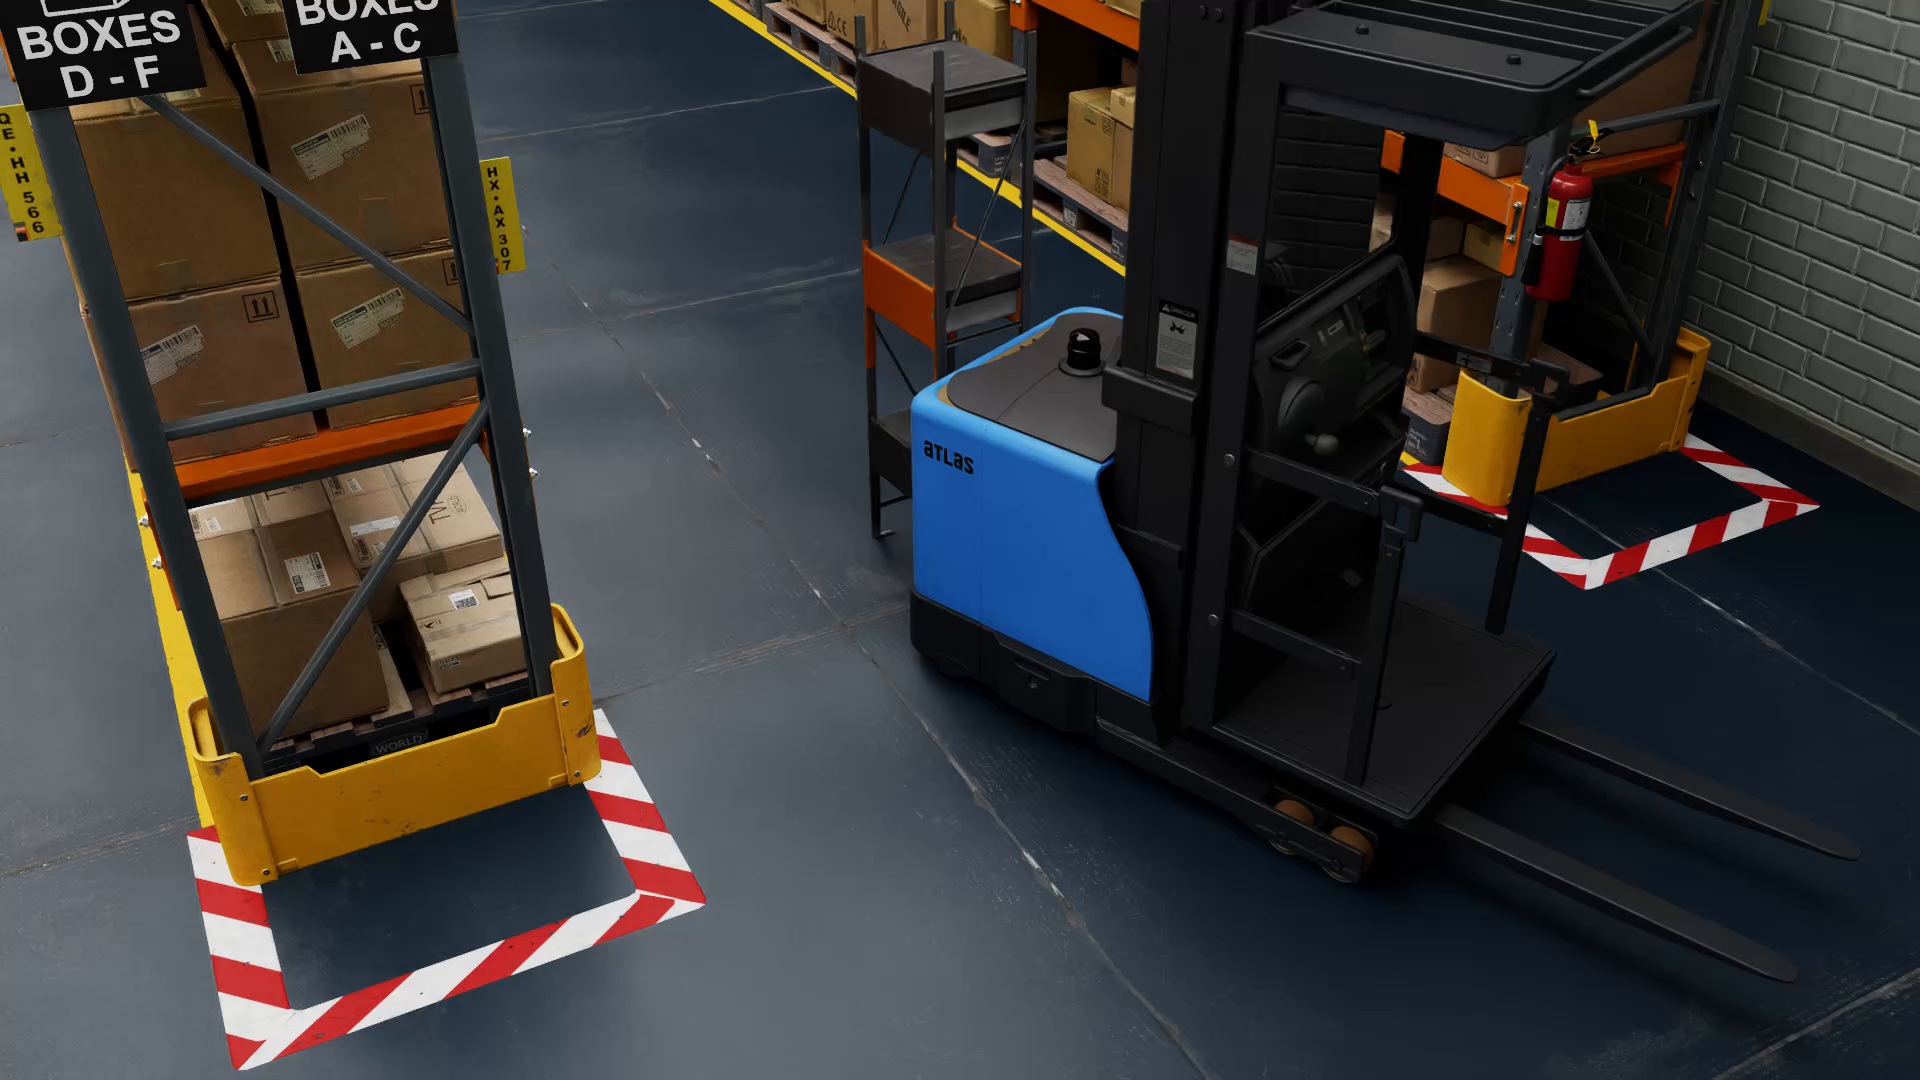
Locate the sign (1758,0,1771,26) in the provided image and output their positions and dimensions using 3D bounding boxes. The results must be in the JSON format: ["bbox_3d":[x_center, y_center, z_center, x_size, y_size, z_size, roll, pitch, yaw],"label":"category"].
[{"bbox_3d":[3.137,-2.164,6.471,0.100,0.325,0.005,-16,36,-23],"label":"sign"}]

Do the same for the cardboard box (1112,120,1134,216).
[{"bbox_3d":[1.268,-2.039,9.080,0.700,0.500,0.500,-16,36,-24],"label":"cardboard box"}]

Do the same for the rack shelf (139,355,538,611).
[{"bbox_3d":[-2.670,-1.033,6.249,1.077,0.370,4.000,-16,36,-23],"label":"rack shelf"}]

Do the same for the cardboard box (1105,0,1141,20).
[{"bbox_3d":[1.352,-3.052,8.455,0.980,0.700,0.700,-17,36,-24],"label":"cardboard box"}]

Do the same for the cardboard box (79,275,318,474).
[{"bbox_3d":[-2.187,-0.569,4.764,0.500,0.500,0.500,-15,35,-22],"label":"cardboard box"}]

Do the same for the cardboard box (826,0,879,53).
[{"bbox_3d":[-0.457,-3.915,11.684,0.750,0.750,0.750,-16,36,-23],"label":"cardboard box"}]

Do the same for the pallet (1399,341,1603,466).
[{"bbox_3d":[2.201,-0.817,7.829,1.003,0.211,1.213,-16,36,-23],"label":"pallet"}]

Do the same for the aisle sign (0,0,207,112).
[{"bbox_3d":[-1.976,-1.366,3.692,0.394,0.787,0.004,-16,36,-23],"label":"aisle sign"}]

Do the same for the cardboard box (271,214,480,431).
[{"bbox_3d":[-1.711,-0.702,4.972,0.500,0.500,0.500,-15,36,-22],"label":"cardboard box"}]

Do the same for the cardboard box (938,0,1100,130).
[{"bbox_3d":[0.360,-3.087,10.392,0.750,0.750,0.750,-15,36,-23],"label":"cardboard box"}]

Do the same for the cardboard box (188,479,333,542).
[{"bbox_3d":[-2.625,-0.067,6.215,0.500,0.250,0.500,-16,36,-23],"label":"cardboard box"}]

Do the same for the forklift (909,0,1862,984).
[{"bbox_3d":[1.282,-0.508,4.827,3.031,2.935,1.130,24,40,32],"label":"forklift"}]

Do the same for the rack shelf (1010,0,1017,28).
[{"bbox_3d":[-0.154,-4.190,11.176,1.077,0.370,4.000,-16,36,-23],"label":"rack shelf"}]

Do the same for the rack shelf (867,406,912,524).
[{"bbox_3d":[-0.053,-0.239,6.500,0.431,0.518,0.480,-20,38,-28],"label":"rack shelf"}]

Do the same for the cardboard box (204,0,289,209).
[{"bbox_3d":[-1.961,-1.370,5.088,0.500,0.500,0.500,-15,36,-23],"label":"cardboard box"}]

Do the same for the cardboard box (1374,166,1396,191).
[{"bbox_3d":[2.111,-1.687,7.929,0.380,0.149,0.250,-16,36,-23],"label":"cardboard box"}]

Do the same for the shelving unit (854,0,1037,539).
[{"bbox_3d":[-0.053,-0.840,6.115,0.431,2.100,0.503,-20,38,-28],"label":"shelving unit"}]

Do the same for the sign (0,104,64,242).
[{"bbox_3d":[-2.237,-0.872,3.964,0.100,0.325,0.005,-16,36,-23],"label":"sign"}]

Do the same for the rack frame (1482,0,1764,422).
[{"bbox_3d":[2.643,-1.629,6.512,1.000,3.000,0.127,-16,36,-23],"label":"rack frame"}]

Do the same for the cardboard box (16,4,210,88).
[{"bbox_3d":[-2.424,-1.229,4.868,0.500,0.500,0.500,-15,36,-22],"label":"cardboard box"}]

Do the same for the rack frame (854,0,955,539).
[{"bbox_3d":[-0.189,-0.949,6.285,0.400,2.100,0.015,-20,38,-28],"label":"rack frame"}]

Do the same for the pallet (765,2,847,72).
[{"bbox_3d":[-0.786,-3.878,12.607,1.003,0.211,1.213,-16,36,-23],"label":"pallet"}]

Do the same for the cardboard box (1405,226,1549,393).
[{"bbox_3d":[2.229,-1.062,7.555,0.700,0.500,0.500,-16,36,-23],"label":"cardboard box"}]

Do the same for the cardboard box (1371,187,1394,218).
[{"bbox_3d":[1.888,-1.473,7.595,0.380,0.149,0.250,-15,36,-22],"label":"cardboard box"}]

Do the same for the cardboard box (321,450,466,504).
[{"bbox_3d":[-2.206,-0.217,6.449,0.500,0.250,0.500,-16,36,-23],"label":"cardboard box"}]

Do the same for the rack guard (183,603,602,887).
[{"bbox_3d":[-1.773,0.635,5.296,1.175,0.500,0.348,-16,36,-23],"label":"rack guard"}]

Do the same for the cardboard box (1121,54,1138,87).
[{"bbox_3d":[1.145,-2.672,9.466,0.380,0.149,0.250,-16,36,-23],"label":"cardboard box"}]

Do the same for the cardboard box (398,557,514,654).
[{"bbox_3d":[-1.745,0.221,5.843,0.380,0.166,0.250,-16,36,-23],"label":"cardboard box"}]

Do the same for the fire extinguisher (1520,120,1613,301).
[{"bbox_3d":[2.306,-1.251,6.340,0.296,0.674,0.183,-16,36,-23],"label":"fire extinguisher"}]

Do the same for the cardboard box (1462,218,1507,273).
[{"bbox_3d":[2.464,-1.326,7.366,0.380,0.149,0.250,-16,36,-23],"label":"cardboard box"}]

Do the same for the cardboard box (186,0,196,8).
[{"bbox_3d":[-2.428,-1.852,5.841,0.500,0.500,0.500,-16,36,-24],"label":"cardboard box"}]

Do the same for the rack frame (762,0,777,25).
[{"bbox_3d":[-1.087,-5.447,12.471,1.000,3.000,0.127,-16,36,-23],"label":"rack frame"}]

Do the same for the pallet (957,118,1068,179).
[{"bbox_3d":[0.352,-2.713,10.789,1.003,0.211,1.213,-16,36,-23],"label":"pallet"}]
